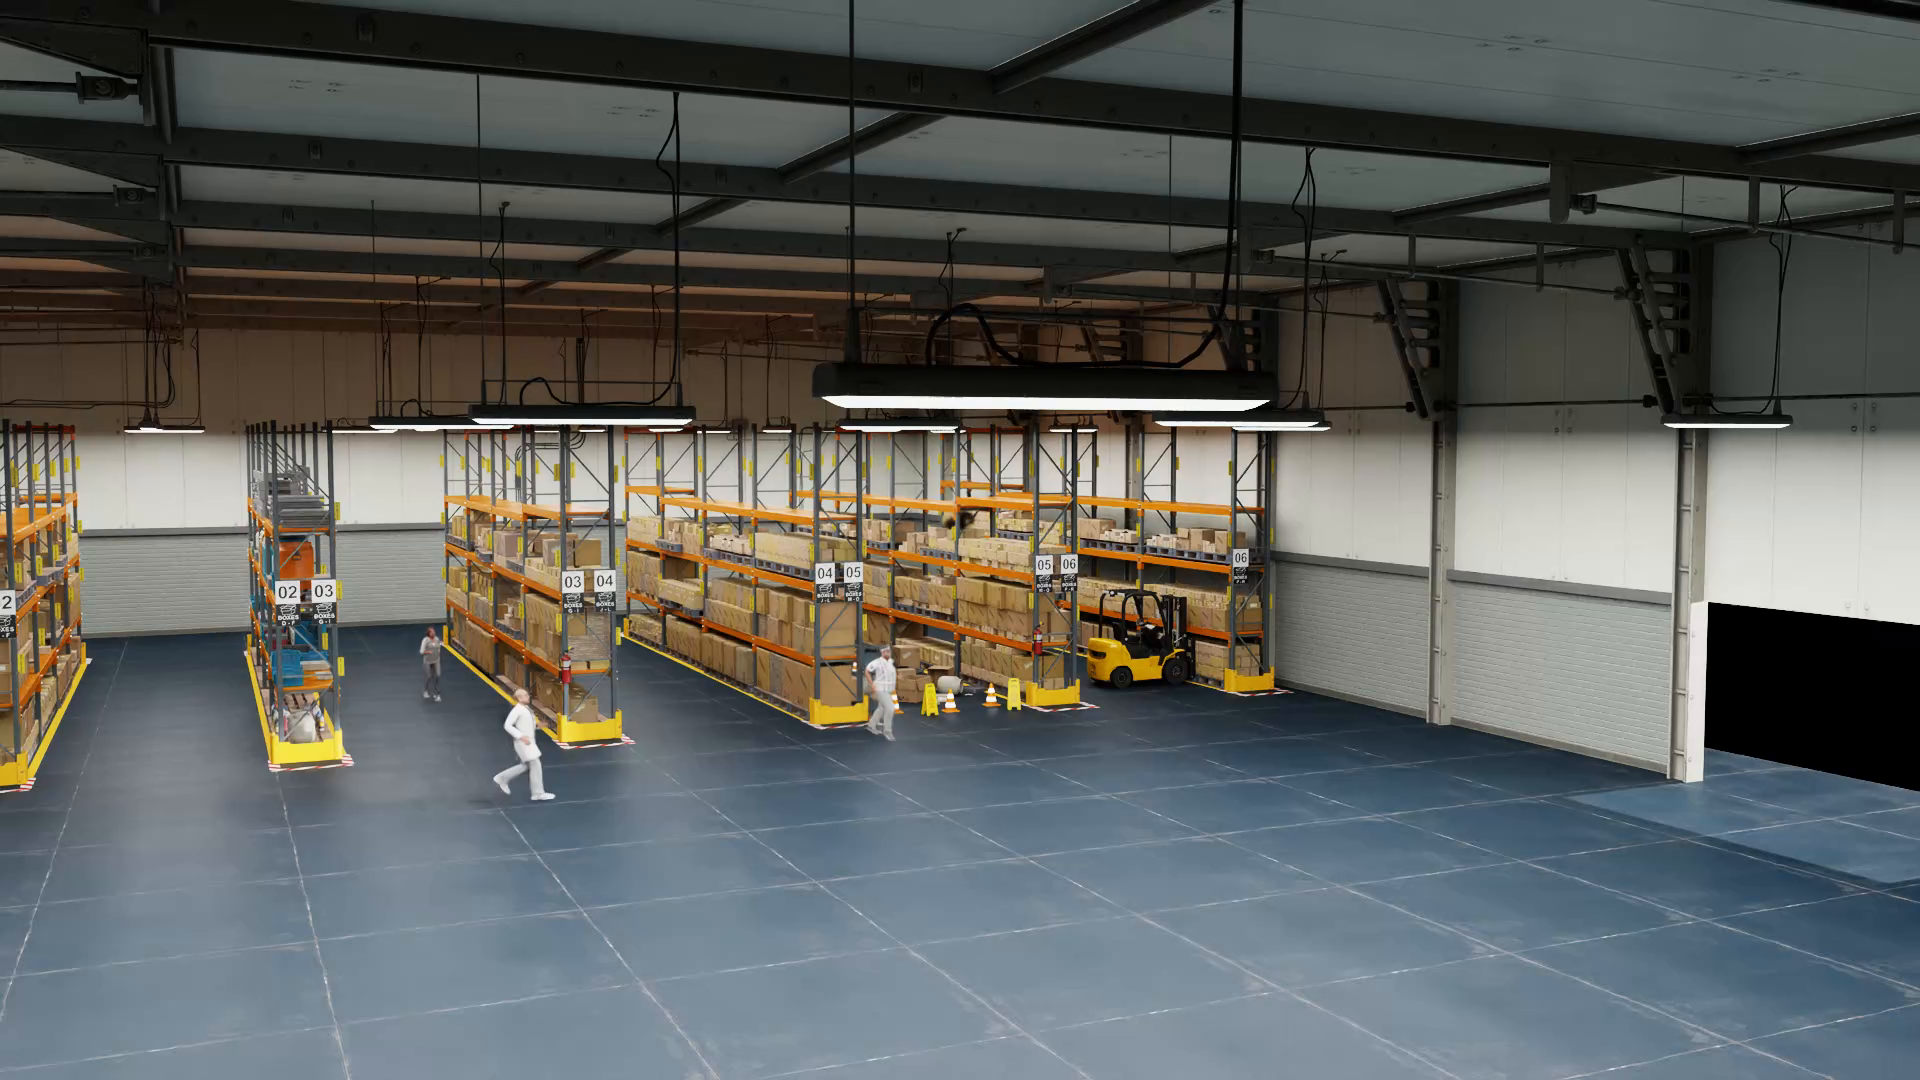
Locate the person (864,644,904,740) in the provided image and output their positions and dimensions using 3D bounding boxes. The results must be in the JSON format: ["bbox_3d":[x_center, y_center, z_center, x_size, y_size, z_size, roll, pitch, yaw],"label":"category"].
[{"bbox_3d":[-1.430,2.882,31.563,0.785,1.854,0.643,2,4,25],"label":"person"}]

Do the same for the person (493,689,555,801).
[{"bbox_3d":[-6.852,3.208,26.075,0.979,1.752,0.701,0,4,-3],"label":"person"}]

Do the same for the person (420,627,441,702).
[{"bbox_3d":[-11.436,2.683,35.945,0.490,1.644,0.777,-2,4,-34],"label":"person"}]

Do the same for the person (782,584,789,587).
[{"bbox_3d":[-5.174,1.705,51.168,0.721,1.703,0.625,0,4,-5],"label":"person"}]
